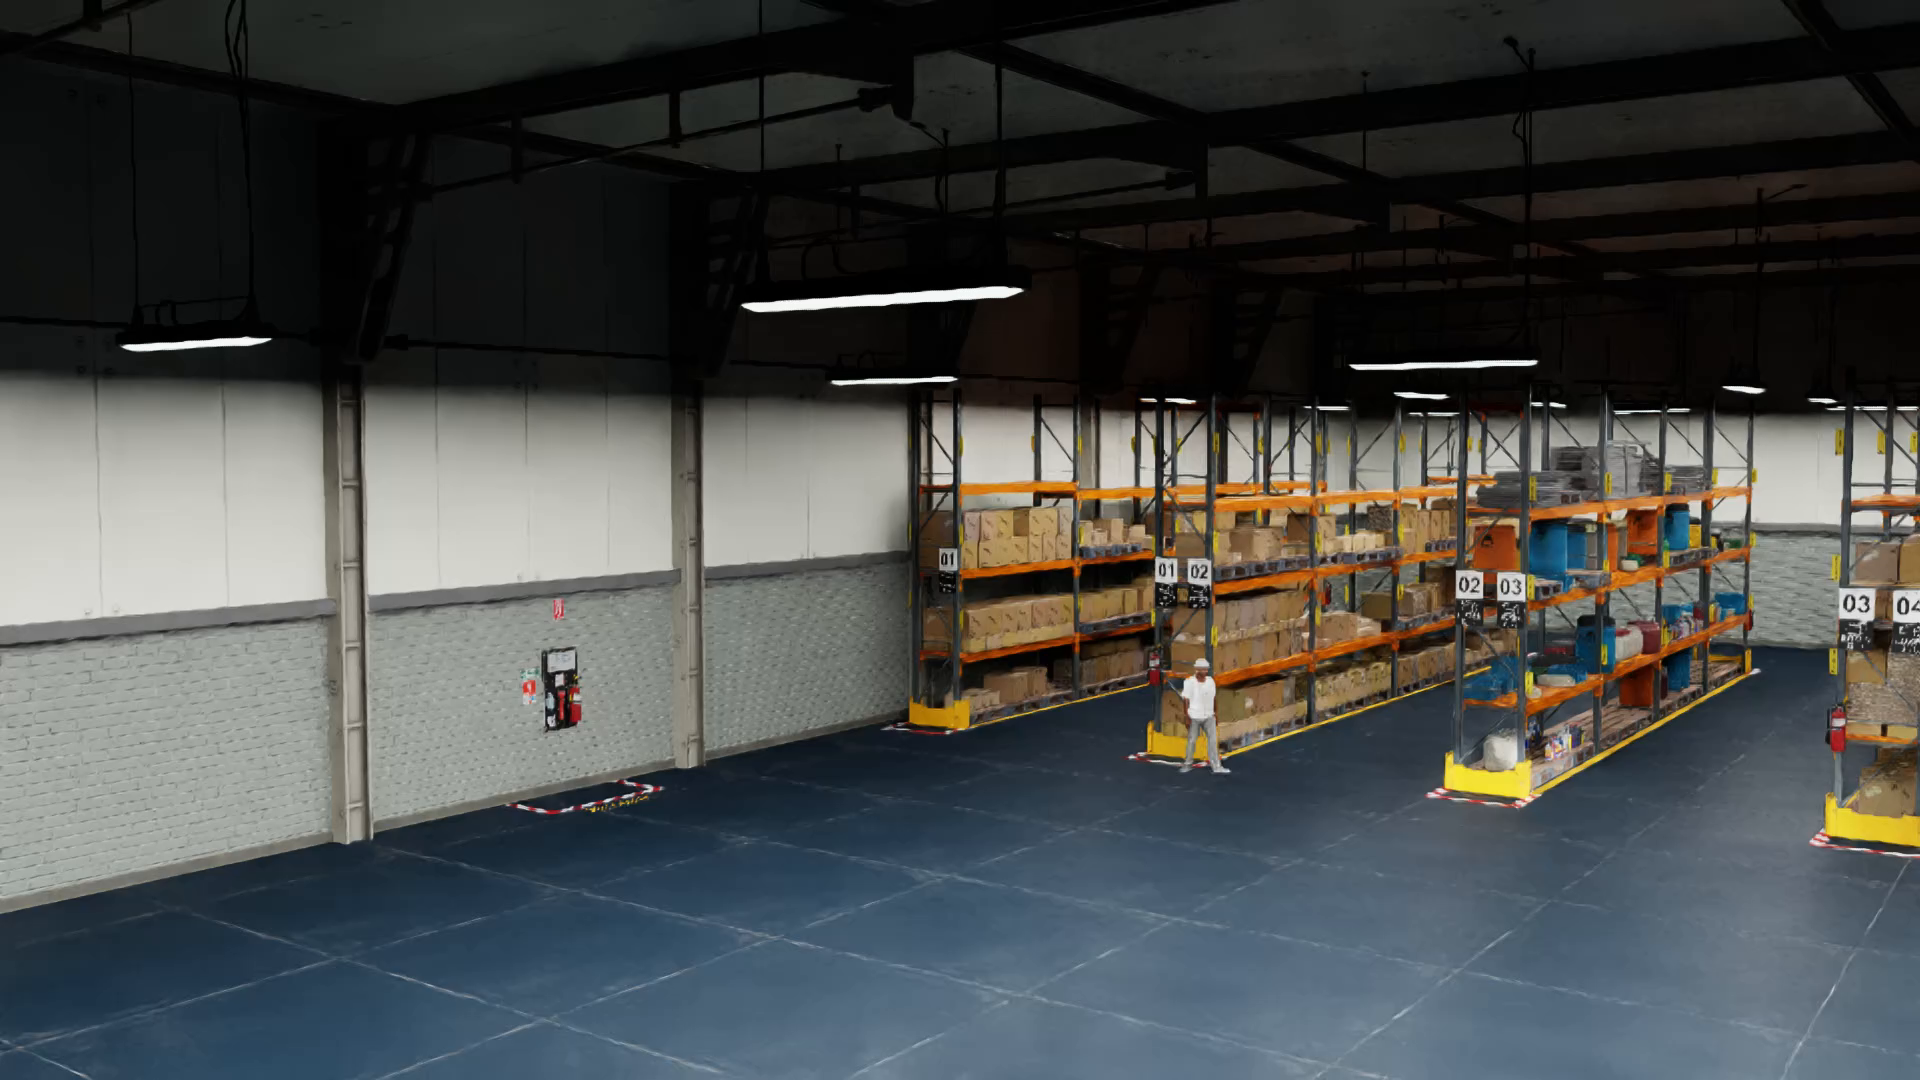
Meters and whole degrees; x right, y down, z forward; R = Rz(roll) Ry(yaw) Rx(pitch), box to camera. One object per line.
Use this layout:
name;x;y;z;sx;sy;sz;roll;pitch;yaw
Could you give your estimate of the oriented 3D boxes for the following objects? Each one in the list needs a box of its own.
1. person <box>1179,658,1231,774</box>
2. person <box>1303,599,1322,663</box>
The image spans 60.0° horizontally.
person;3.697;2.669;25.271;0.717;1.759;0.534;-1;3;-19
person;7.436;2.117;35.127;0.668;1.736;0.589;-2;4;-31
